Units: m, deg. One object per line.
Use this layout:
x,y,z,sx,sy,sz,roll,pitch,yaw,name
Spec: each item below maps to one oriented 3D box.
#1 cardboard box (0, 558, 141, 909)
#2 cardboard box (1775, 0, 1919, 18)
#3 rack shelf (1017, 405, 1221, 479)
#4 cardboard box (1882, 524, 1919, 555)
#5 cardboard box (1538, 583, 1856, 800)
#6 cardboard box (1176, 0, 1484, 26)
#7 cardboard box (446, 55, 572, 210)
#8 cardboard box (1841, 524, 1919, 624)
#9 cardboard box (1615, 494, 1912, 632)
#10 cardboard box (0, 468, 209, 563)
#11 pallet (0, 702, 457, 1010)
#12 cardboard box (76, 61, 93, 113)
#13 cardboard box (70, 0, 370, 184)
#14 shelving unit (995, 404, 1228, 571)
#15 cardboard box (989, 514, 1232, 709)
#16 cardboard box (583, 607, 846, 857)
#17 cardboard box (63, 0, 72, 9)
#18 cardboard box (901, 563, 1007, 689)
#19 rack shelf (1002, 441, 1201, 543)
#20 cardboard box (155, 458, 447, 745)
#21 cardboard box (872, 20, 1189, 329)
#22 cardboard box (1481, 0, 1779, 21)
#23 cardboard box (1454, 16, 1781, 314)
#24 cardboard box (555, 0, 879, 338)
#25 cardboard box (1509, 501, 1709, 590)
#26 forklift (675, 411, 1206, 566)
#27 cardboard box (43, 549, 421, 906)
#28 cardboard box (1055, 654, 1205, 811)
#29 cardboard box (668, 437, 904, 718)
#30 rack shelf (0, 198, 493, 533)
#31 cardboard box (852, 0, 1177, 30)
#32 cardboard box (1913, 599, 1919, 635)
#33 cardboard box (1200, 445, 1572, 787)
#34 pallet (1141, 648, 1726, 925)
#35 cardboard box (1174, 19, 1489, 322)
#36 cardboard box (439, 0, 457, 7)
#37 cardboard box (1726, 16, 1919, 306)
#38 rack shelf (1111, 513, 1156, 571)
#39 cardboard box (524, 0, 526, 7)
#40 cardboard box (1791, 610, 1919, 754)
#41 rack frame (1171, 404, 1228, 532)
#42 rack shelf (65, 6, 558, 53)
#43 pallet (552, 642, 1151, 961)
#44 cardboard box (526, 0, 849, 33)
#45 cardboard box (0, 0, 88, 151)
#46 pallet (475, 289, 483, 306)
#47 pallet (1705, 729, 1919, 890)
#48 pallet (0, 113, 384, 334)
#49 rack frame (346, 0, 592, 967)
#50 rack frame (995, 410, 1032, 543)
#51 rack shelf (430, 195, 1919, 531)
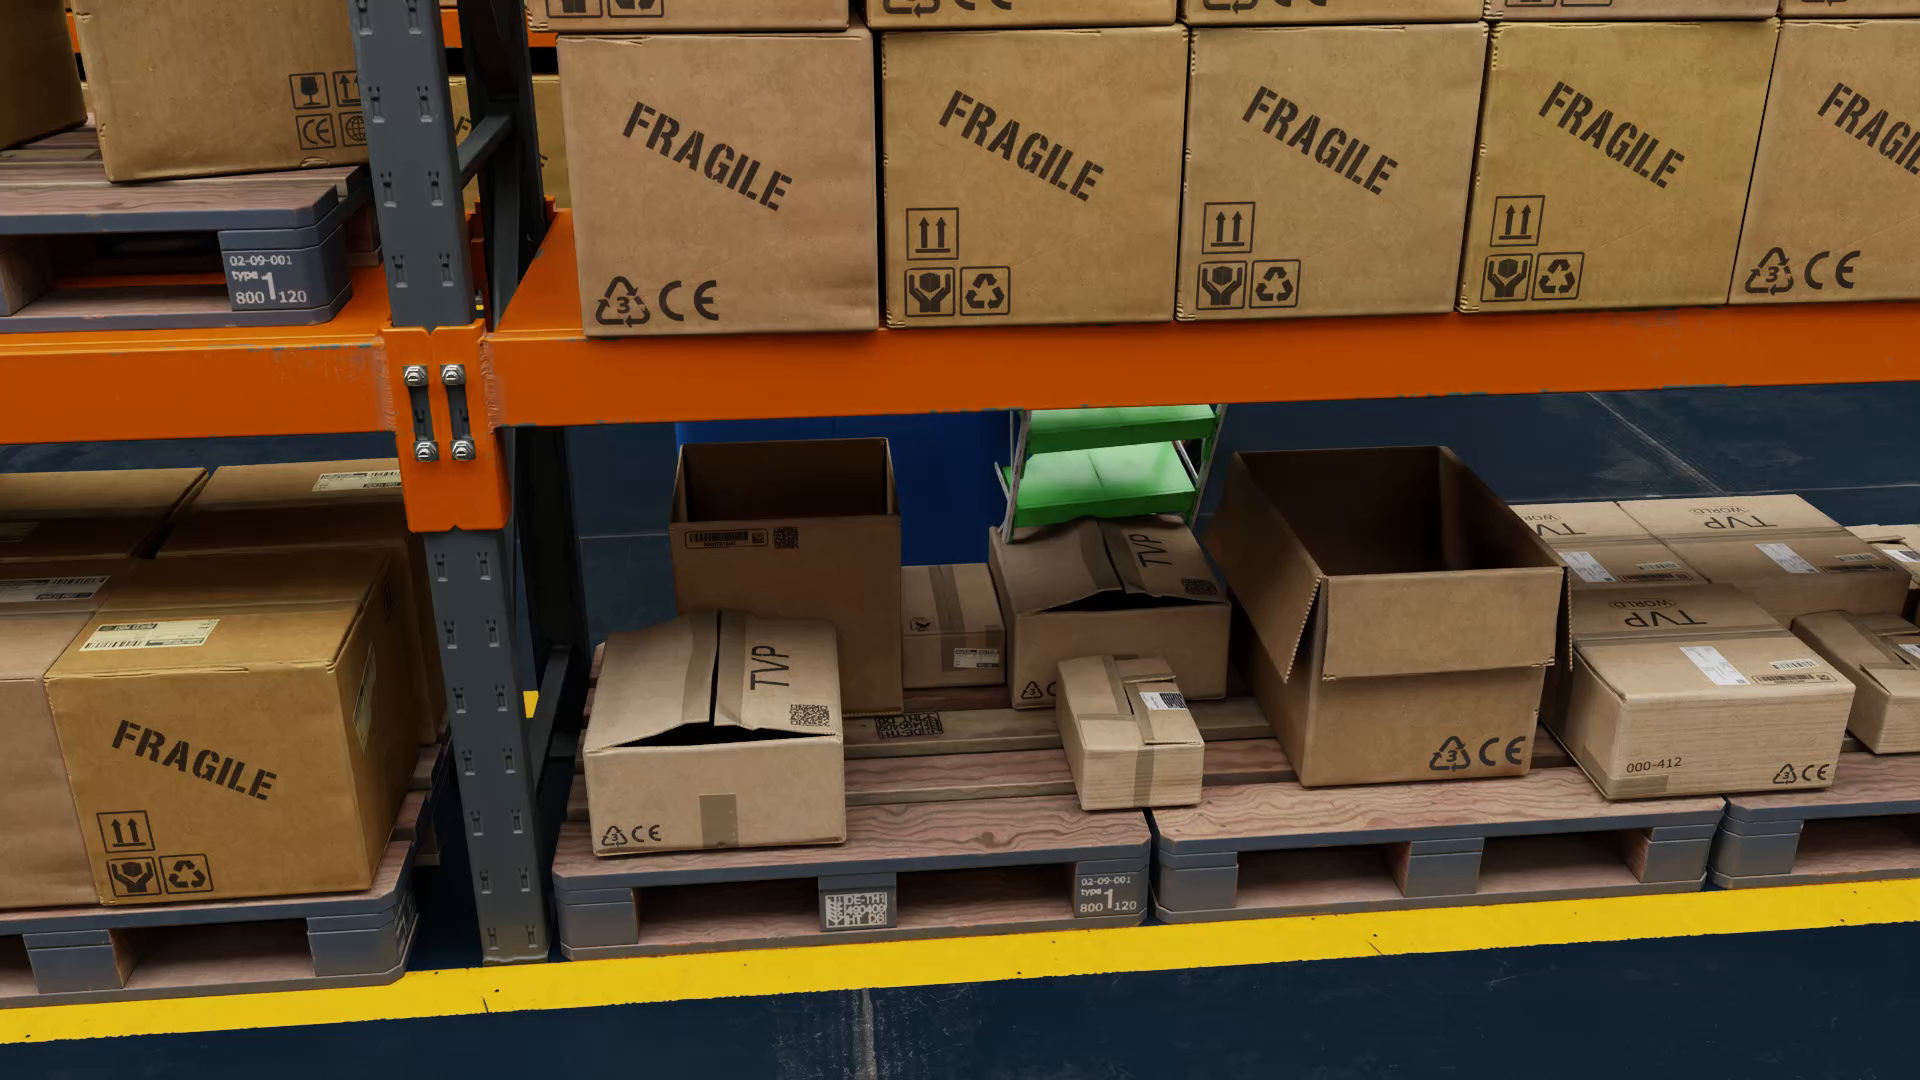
-1.895,0.372,3.255,0.500,0.500,0.500,-2,24,-5,cardboard box
1.607,-1.211,2.927,0.500,0.500,0.500,-2,24,-4,cardboard box
0.351,-0.306,4.016,0.480,0.148,0.258,-6,46,-14,rack shelf
2.590,0.099,4.302,0.250,0.149,0.380,-2,24,-5,cardboard box
1.576,0.322,3.676,0.500,0.250,0.500,-2,24,-5,cardboard box
0.582,-1.169,2.834,0.500,0.500,0.500,-3,24,-7,cardboard box
-2.064,-1.854,7.857,0.750,0.750,0.750,-2,24,-5,cardboard box
2.342,0.101,4.276,0.250,0.166,0.380,-2,24,-5,cardboard box
1.974,0.102,4.171,0.500,0.250,0.500,-2,24,-5,cardboard box
-1.975,0.167,3.717,0.500,0.500,0.500,-2,24,-4,cardboard box
-1.745,0.601,3.637,1.213,0.211,1.003,-2,24,-5,pallet
-3.794,-1.781,7.694,0.750,0.750,0.750,-2,24,-5,cardboard box
-1.433,-1.030,3.233,0.500,0.500,0.700,-11,26,-23,cardboard box
0.333,-0.182,4.140,0.503,1.200,0.258,-6,46,-14,shelving unit
0.346,0.140,4.011,0.500,0.311,0.500,-2,24,-5,cardboard box
-0.501,0.378,3.476,0.500,0.311,0.500,-2,24,-5,cardboard box
-3.783,-2.440,7.330,0.250,0.149,0.380,-2,24,-4,cardboard box
-0.033,0.204,4.065,0.250,0.149,0.380,-2,24,-5,cardboard box
0.327,-0.137,4.185,0.480,0.148,0.258,-6,46,-14,rack shelf
-1.445,0.141,3.775,0.500,0.500,0.500,-3,24,-8,cardboard box
0.104,-0.698,3.005,0.500,0.500,0.500,-2,24,-4,cardboard box
1.096,-1.190,2.881,0.500,0.500,0.500,-2,24,-4,cardboard box
1.108,-0.738,3.095,0.500,0.500,0.500,-3,24,-6,cardboard box
-0.406,-0.677,2.956,0.500,0.500,0.500,-2,24,-4,cardboard box
1.477,0.122,4.126,0.500,0.250,0.500,-2,24,-5,cardboard box
0.232,-1.576,5.188,1.130,2.935,3.031,9,26,20,forklift
-1.403,0.356,3.292,0.500,0.500,0.500,-2,24,-5,cardboard box
0.359,0.405,3.592,0.250,0.166,0.380,-2,24,-5,cardboard box
-0.401,0.083,3.906,0.500,0.500,0.500,-2,24,-5,cardboard box
-2.930,-0.312,3.145,4.000,0.370,1.077,-2,24,-5,rack shelf
0.070,-1.149,2.788,0.500,0.500,0.500,-3,24,-7,cardboard box
2.524,0.182,3.683,0.500,0.500,0.500,-2,24,-5,cardboard box
0.929,0.142,3.769,0.637,0.503,0.797,-2,24,-5,cardboard box
0.961,0.477,3.918,1.213,0.211,1.003,-2,24,-5,pallet
0.602,-0.717,3.048,0.500,0.500,0.500,-2,24,-5,cardboard box
-2.250,-2.477,7.415,0.250,0.149,0.380,-2,24,-3,cardboard box
1.609,-0.758,3.140,0.500,0.500,0.500,-2,24,-5,cardboard box
0.303,0.033,4.353,0.480,0.148,0.258,-6,46,-14,rack shelf
-1.988,-2.470,7.398,0.250,0.149,0.380,-2,24,-4,cardboard box
2.112,0.314,3.796,0.250,0.166,0.380,-2,24,-5,cardboard box
0.569,-0.207,4.198,0.015,1.200,0.240,-6,46,-14,rack frame
-3.421,-2.314,7.649,4.000,0.370,1.077,-2,24,-5,rack shelf
-0.256,0.527,3.805,1.213,0.211,1.003,-2,24,-5,pallet
-0.443,-1.128,2.741,0.500,0.500,0.500,-2,24,-4,cardboard box
-2.111,-0.977,3.114,0.500,0.500,0.700,1,24,3,cardboard box
-2.191,-1.387,8.111,1.213,0.211,1.003,-2,24,-5,pallet
2.172,0.429,4.025,1.213,0.211,1.003,-2,24,-5,pallet
-1.746,-0.645,3.245,1.213,0.211,1.003,-2,24,-5,pallet
-0.940,-0.721,3.178,0.127,3.000,1.000,-2,24,-5,rack frame
0.098,-0.157,4.081,0.015,1.200,0.240,-6,46,-14,rack frame
1.051,-0.472,3.504,4.000,0.370,1.077,-2,24,-5,rack shelf
